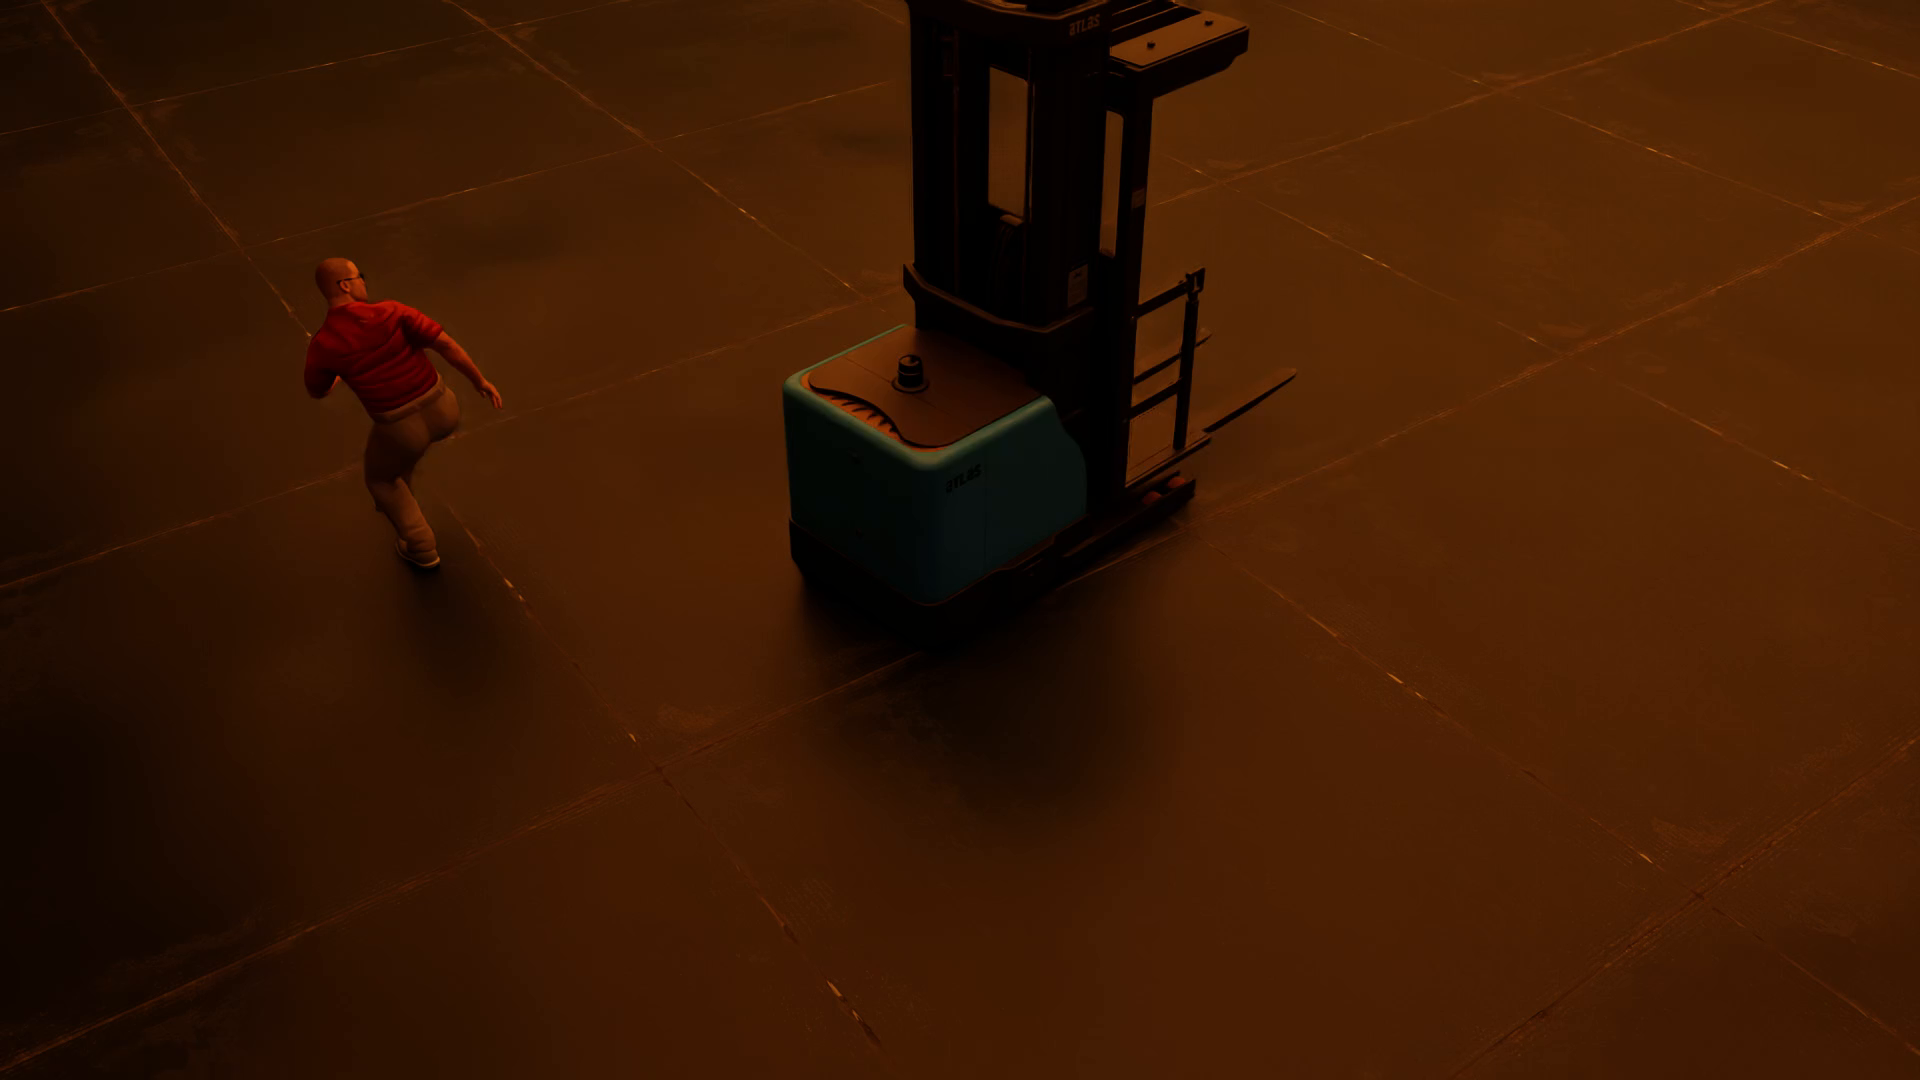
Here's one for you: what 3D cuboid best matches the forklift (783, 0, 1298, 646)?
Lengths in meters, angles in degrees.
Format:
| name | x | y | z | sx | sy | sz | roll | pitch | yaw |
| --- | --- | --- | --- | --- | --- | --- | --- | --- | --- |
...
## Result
| name | x | y | z | sx | sy | sz | roll | pitch | yaw |
| --- | --- | --- | --- | --- | --- | --- | --- | --- | --- |
| forklift | 0.577 | -1.458 | 7.916 | 3.031 | 2.935 | 1.130 | -30 | 46 | -34 |

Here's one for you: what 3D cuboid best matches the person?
| name | x | y | z | sx | sy | sz | roll | pitch | yaw |
| --- | --- | --- | --- | --- | --- | --- | --- | --- | --- |
| person | -2.730 | -0.686 | 8.049 | 0.774 | 1.560 | 0.797 | -25 | 43 | -30 |
